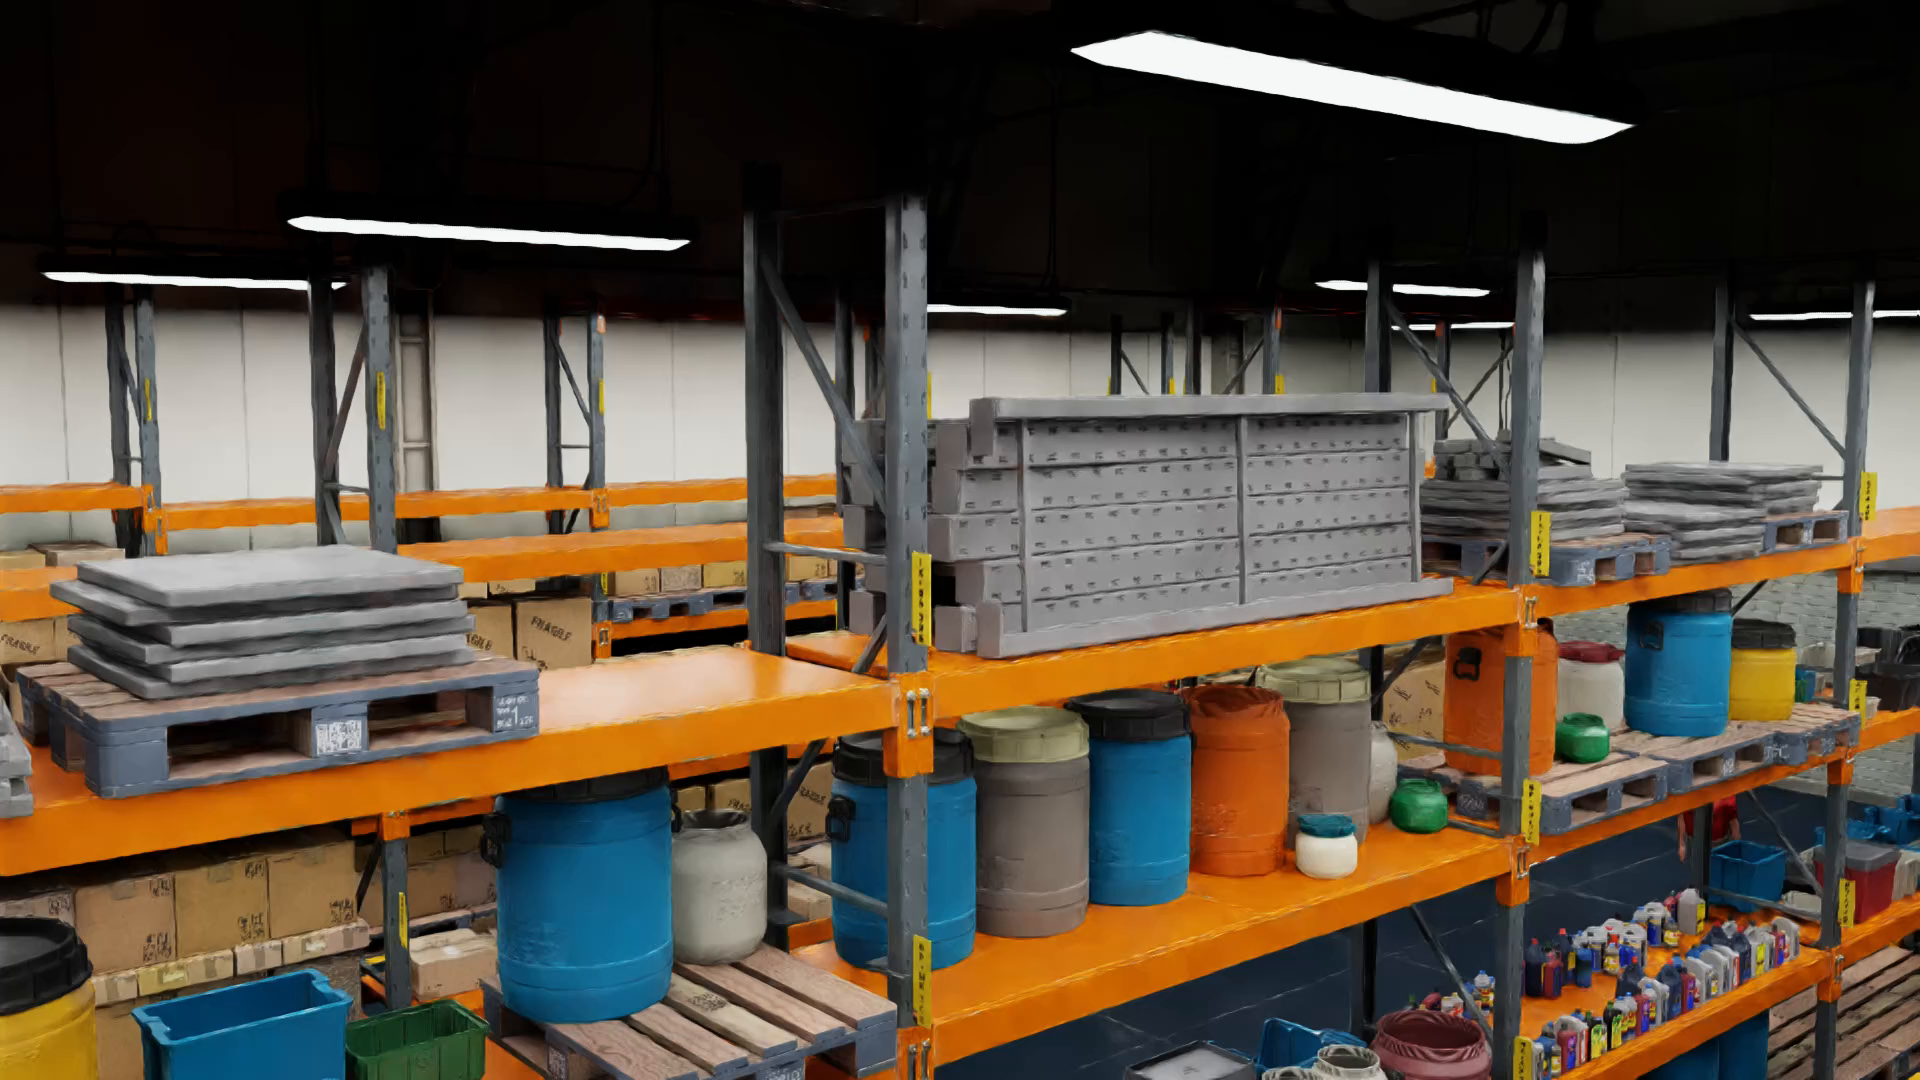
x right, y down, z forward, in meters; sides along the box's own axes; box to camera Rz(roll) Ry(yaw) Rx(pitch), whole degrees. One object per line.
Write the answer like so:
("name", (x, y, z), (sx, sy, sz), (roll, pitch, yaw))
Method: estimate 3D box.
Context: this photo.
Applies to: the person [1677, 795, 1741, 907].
("person", (6.909, 2.845, 15.446), (1.126, 1.645, 0.542), (-4, 7, -38))
